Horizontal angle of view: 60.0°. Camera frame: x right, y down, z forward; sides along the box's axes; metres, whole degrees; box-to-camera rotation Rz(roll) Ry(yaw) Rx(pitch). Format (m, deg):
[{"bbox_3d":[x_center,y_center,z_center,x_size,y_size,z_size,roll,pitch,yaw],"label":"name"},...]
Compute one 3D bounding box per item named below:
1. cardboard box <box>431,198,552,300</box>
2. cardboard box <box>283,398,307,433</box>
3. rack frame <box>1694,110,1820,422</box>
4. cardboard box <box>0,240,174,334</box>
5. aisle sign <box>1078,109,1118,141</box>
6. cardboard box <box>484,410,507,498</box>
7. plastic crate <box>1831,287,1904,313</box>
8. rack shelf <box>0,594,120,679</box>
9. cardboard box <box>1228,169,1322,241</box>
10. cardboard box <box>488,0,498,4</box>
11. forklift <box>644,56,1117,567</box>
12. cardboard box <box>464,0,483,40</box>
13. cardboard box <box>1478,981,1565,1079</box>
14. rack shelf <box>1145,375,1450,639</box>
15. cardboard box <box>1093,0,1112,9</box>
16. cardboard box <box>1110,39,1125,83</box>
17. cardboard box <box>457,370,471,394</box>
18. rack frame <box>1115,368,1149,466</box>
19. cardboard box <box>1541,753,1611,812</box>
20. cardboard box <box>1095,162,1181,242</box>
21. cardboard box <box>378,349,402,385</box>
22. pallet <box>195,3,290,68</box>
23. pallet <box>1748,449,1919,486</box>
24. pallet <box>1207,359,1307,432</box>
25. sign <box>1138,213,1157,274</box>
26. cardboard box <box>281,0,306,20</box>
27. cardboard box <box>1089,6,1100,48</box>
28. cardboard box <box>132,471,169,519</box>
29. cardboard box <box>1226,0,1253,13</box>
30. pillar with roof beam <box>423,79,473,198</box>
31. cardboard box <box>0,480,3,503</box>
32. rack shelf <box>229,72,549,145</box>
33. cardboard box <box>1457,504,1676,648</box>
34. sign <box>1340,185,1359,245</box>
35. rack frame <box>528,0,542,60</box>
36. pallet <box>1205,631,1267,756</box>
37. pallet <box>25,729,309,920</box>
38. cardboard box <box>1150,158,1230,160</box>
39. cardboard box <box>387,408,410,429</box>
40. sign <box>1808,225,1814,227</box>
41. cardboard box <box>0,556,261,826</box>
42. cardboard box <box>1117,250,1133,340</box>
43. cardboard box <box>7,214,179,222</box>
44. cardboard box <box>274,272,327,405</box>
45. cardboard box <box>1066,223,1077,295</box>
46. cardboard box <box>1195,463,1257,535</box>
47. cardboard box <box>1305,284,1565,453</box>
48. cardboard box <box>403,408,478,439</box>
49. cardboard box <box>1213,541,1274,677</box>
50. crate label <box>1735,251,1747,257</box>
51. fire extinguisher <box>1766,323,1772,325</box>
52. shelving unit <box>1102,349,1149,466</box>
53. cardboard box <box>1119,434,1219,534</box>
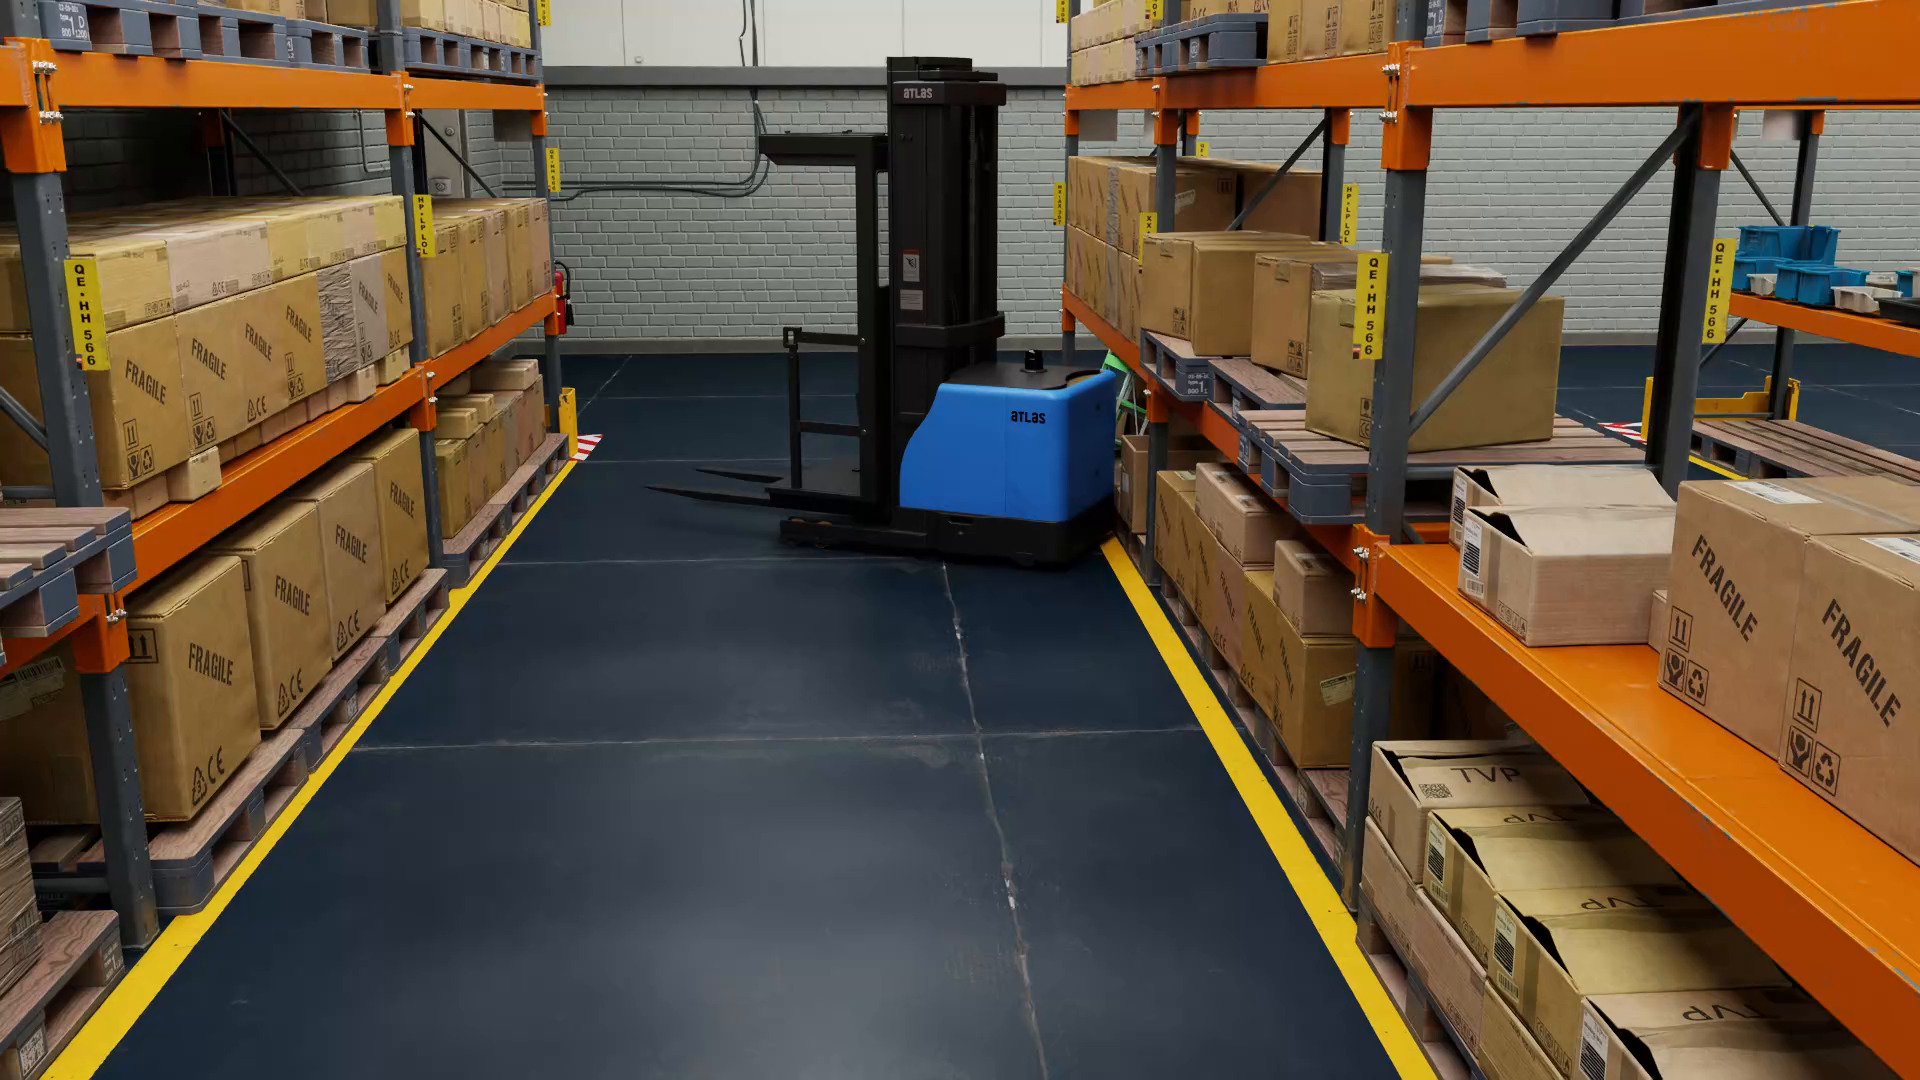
[{"bbox_3d":[-3.585,-2.140,12.223,0.980,0.700,0.700,0,14,-1],"label":"cardboard box"},{"bbox_3d":[-3.035,-0.552,7.117,0.380,0.149,0.250,0,14,-2],"label":"cardboard box"},{"bbox_3d":[6.262,-2.275,13.347,1.000,3.000,0.127,-1,14,-3],"label":"rack frame"},{"bbox_3d":[-2.903,-0.821,5.356,0.500,0.250,0.500,-1,14,-2],"label":"cardboard box"},{"bbox_3d":[1.020,-3.470,12.777,0.394,0.787,0.004,-1,14,-3],"label":"aisle sign"},{"bbox_3d":[-3.380,-0.560,10.856,0.700,0.500,0.500,-1,14,-2],"label":"cardboard box"},{"bbox_3d":[6.101,-1.609,11.171,0.293,0.136,0.466,-1,14,-3],"label":"plastic crate"},{"bbox_3d":[-3.007,0.714,3.176,1.077,0.370,4.000,-1,14,-3],"label":"rack shelf"},{"bbox_3d":[1.817,-1.858,9.522,0.500,0.500,0.500,-1,14,-2],"label":"cardboard box"},{"bbox_3d":[-3.248,-3.685,10.560,0.500,0.500,0.500,-2,15,-6],"label":"cardboard box"},{"bbox_3d":[-0.575,-1.482,10.406,3.031,2.935,1.130,6,16,23],"label":"forklift"},{"bbox_3d":[-3.215,-3.189,10.139,0.500,0.250,0.500,-1,14,-5],"label":"cardboard box"},{"bbox_3d":[1.623,1.308,4.099,0.500,0.250,0.500,-1,14,-5],"label":"cardboard box"},{"bbox_3d":[1.689,-0.358,7.343,1.077,0.370,4.000,-1,14,-3],"label":"rack shelf"},{"bbox_3d":[1.312,-3.931,11.558,0.700,0.500,0.500,-1,14,-3],"label":"cardboard box"},{"bbox_3d":[1.210,-2.950,10.252,0.500,0.250,0.500,-1,14,-3],"label":"cardboard box"},{"bbox_3d":[-3.643,-1.096,11.637,0.380,0.149,0.250,-1,14,-3],"label":"cardboard box"},{"bbox_3d":[1.007,-0.614,10.431,0.240,1.200,0.015,19,9,-17],"label":"rack frame"},{"bbox_3d":[2.091,0.774,5.049,0.500,0.311,0.500,-1,14,-2],"label":"cardboard box"},{"bbox_3d":[1.180,-2.236,10.992,0.500,0.500,0.500,-1,14,-4],"label":"cardboard box"},{"bbox_3d":[-3.036,-0.873,8.362,0.380,0.149,0.250,-1,14,-2],"label":"cardboard box"},{"bbox_3d":[-3.296,-1.931,6.369,1.003,0.211,1.213,0,14,-1],"label":"pallet"},{"bbox_3d":[6.346,-0.416,11.718,1.003,0.211,1.213,-1,14,-3],"label":"pallet"},{"bbox_3d":[1.688,-0.600,7.224,1.003,0.211,1.213,-1,14,-3],"label":"pallet"},{"bbox_3d":[1.024,-1.613,9.039,0.100,0.325,0.005,-1,14,-3],"label":"sign"},{"bbox_3d":[-3.434,-2.620,7.588,0.700,0.500,0.500,-2,15,-6],"label":"cardboard box"},{"bbox_3d":[1.151,-3.441,11.157,0.500,0.250,0.500,-1,14,-3],"label":"cardboard box"},{"bbox_3d":[-2.927,-0.168,5.625,0.380,0.149,0.250,-1,14,-3],"label":"cardboard box"},{"bbox_3d":[1.587,-2.665,7.600,0.600,0.600,0.600,-1,14,-4],"label":"cardboard box"},{"bbox_3d":[-0.360,-5.752,14.821,9.100,9.000,0.400,-1,14,-3],"label":"pillar with roof beam"},{"bbox_3d":[-3.092,-0.277,4.499,0.700,0.500,0.500,-3,15,-10],"label":"cardboard box"},{"bbox_3d":[-3.503,-2.728,10.535,1.077,0.370,4.000,-1,14,-3],"label":"rack shelf"},{"bbox_3d":[1.675,0.059,4.455,0.500,0.311,0.500,-1,14,-4],"label":"cardboard box"},{"bbox_3d":[2.119,-1.774,9.079,0.100,0.325,0.005,-1,14,-3],"label":"sign"},{"bbox_3d":[-3.626,-5.027,12.005,1.000,3.000,0.127,-1,14,-3],"label":"rack frame"},{"bbox_3d":[1.732,0.652,7.568,1.003,0.211,1.213,-1,14,-3],"label":"pallet"},{"bbox_3d":[-3.104,1.021,6.134,1.003,0.211,1.213,-1,14,-3],"label":"pallet"},{"bbox_3d":[1.652,-2.500,12.014,0.500,0.500,0.500,0,14,-2],"label":"cardboard box"},{"bbox_3d":[-3.563,-0.779,10.405,0.380,0.149,0.250,-1,14,-5],"label":"cardboard box"},{"bbox_3d":[6.810,-2.366,13.375,0.100,0.325,0.005,-1,14,-3],"label":"sign"},{"bbox_3d":[-3.045,0.521,5.954,0.750,0.750,0.750,-1,14,-4],"label":"cardboard box"},{"bbox_3d":[1.245,-1.501,10.140,0.500,0.500,0.500,0,14,-2],"label":"cardboard box"},{"bbox_3d":[-3.507,-1.189,6.786,0.500,0.250,0.500,-1,14,-5],"label":"cardboard box"},{"bbox_3d":[-2.998,-0.842,6.942,0.500,0.500,0.500,0,14,-2],"label":"cardboard box"},{"bbox_3d":[1.082,-2.133,12.596,0.500,0.500,0.500,-1,14,-2],"label":"cardboard box"},{"bbox_3d":[1.414,-0.197,7.901,0.500,0.250,0.500,-1,14,-3],"label":"cardboard box"},{"bbox_3d":[1.662,-0.616,5.857,0.700,0.500,0.500,-6,16,-22],"label":"cardboard box"},{"bbox_3d":[-3.162,-0.709,10.135,0.380,0.149,0.250,0,14,-2],"label":"cardboard box"},{"bbox_3d":[1.450,0.300,7.474,0.500,0.500,0.500,-1,14,-6],"label":"cardboard box"},{"bbox_3d":[5.948,-2.156,13.102,0.416,0.233,0.303,-1,14,-3],"label":"crate label"},{"bbox_3d":[6.706,-2.101,13.576,0.296,0.674,0.183,-1,14,-3],"label":"fire extinguisher"},{"bbox_3d":[0.952,-0.672,10.662,0.258,1.200,0.503,19,9,-17],"label":"shelving unit"},{"bbox_3d":[1.247,-0.344,9.977,0.500,0.500,0.500,-1,14,-3],"label":"cardboard box"}]
